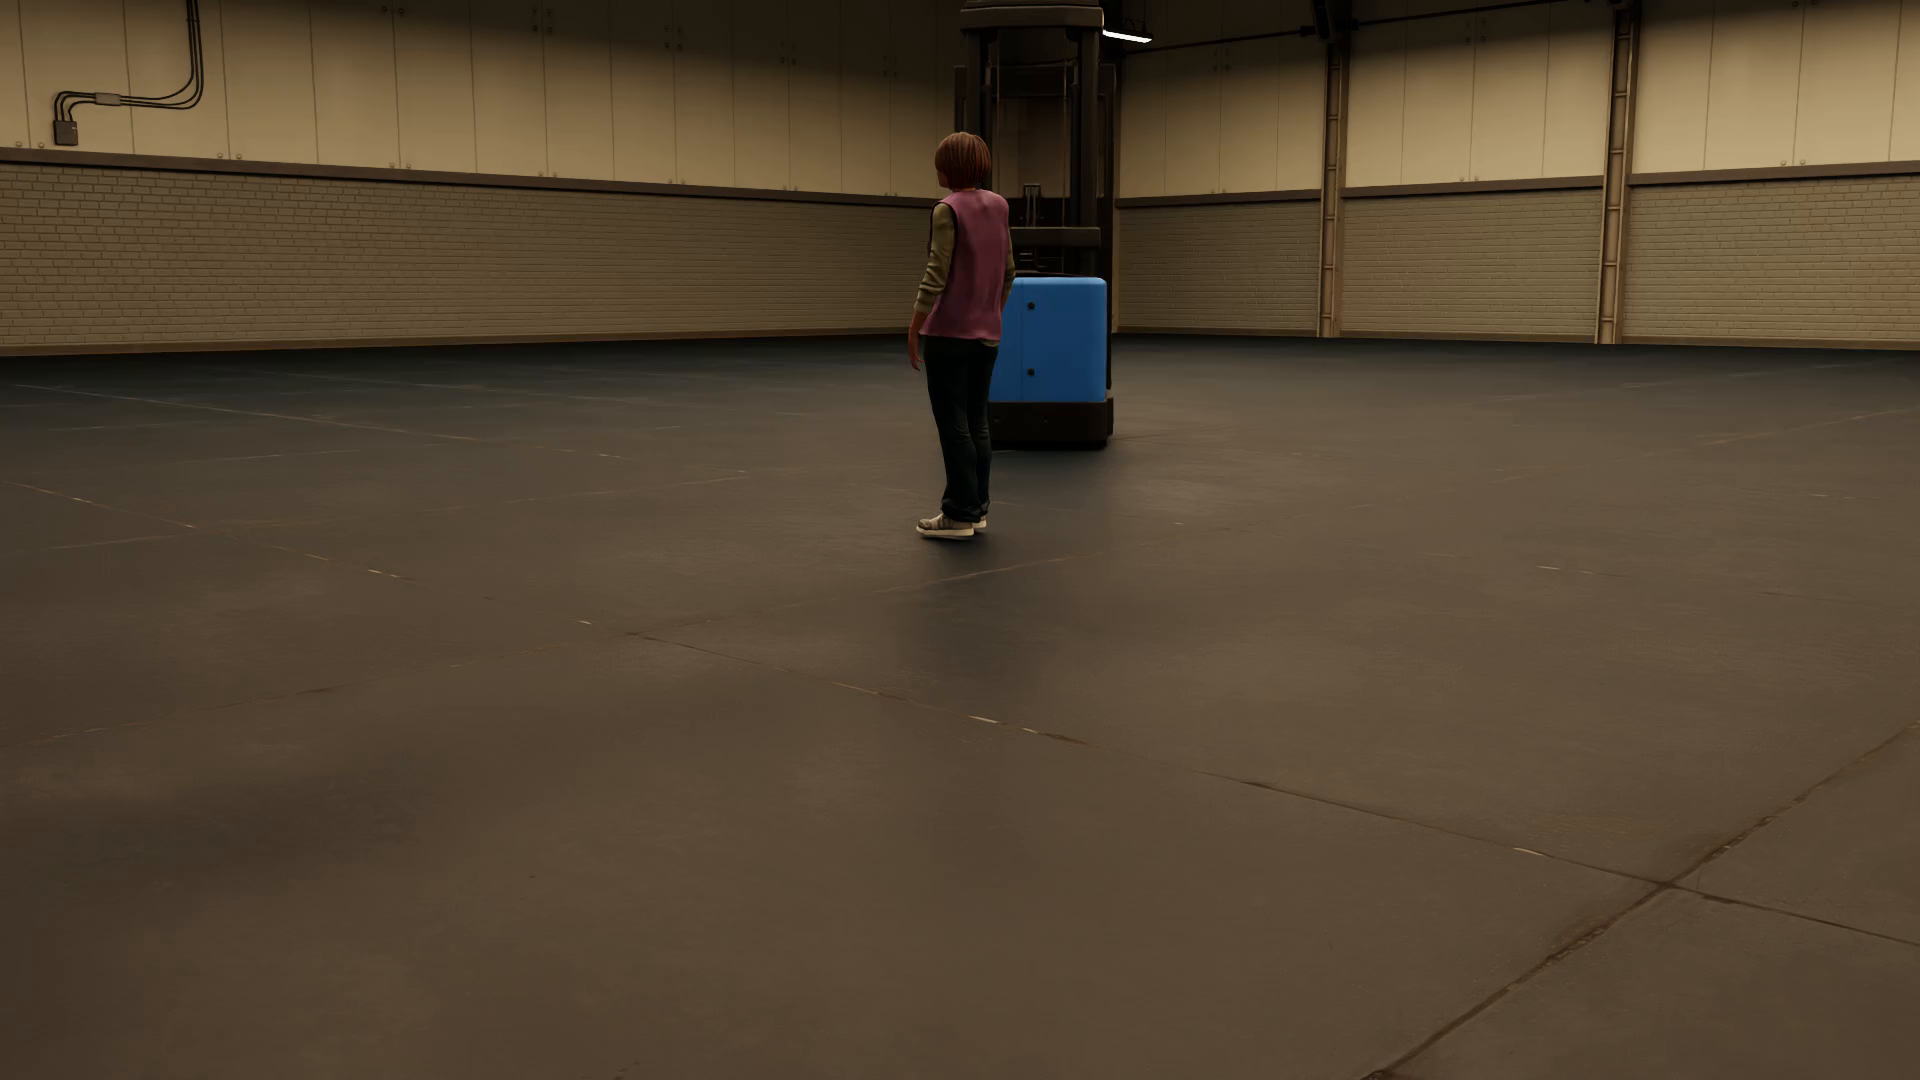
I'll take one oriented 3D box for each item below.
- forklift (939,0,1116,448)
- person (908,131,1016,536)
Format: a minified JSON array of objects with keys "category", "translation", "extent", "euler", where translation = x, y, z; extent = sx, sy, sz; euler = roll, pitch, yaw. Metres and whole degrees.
[{"category":"forklift","translation":[0.529,-2.222,11.629],"extent":[1.130,2.935,3.031],"euler":[1,9,6]},{"category":"person","translation":[-0.043,-0.806,6.658],"extent":[0.476,1.597,0.520],"euler":[8,12,43]}]
